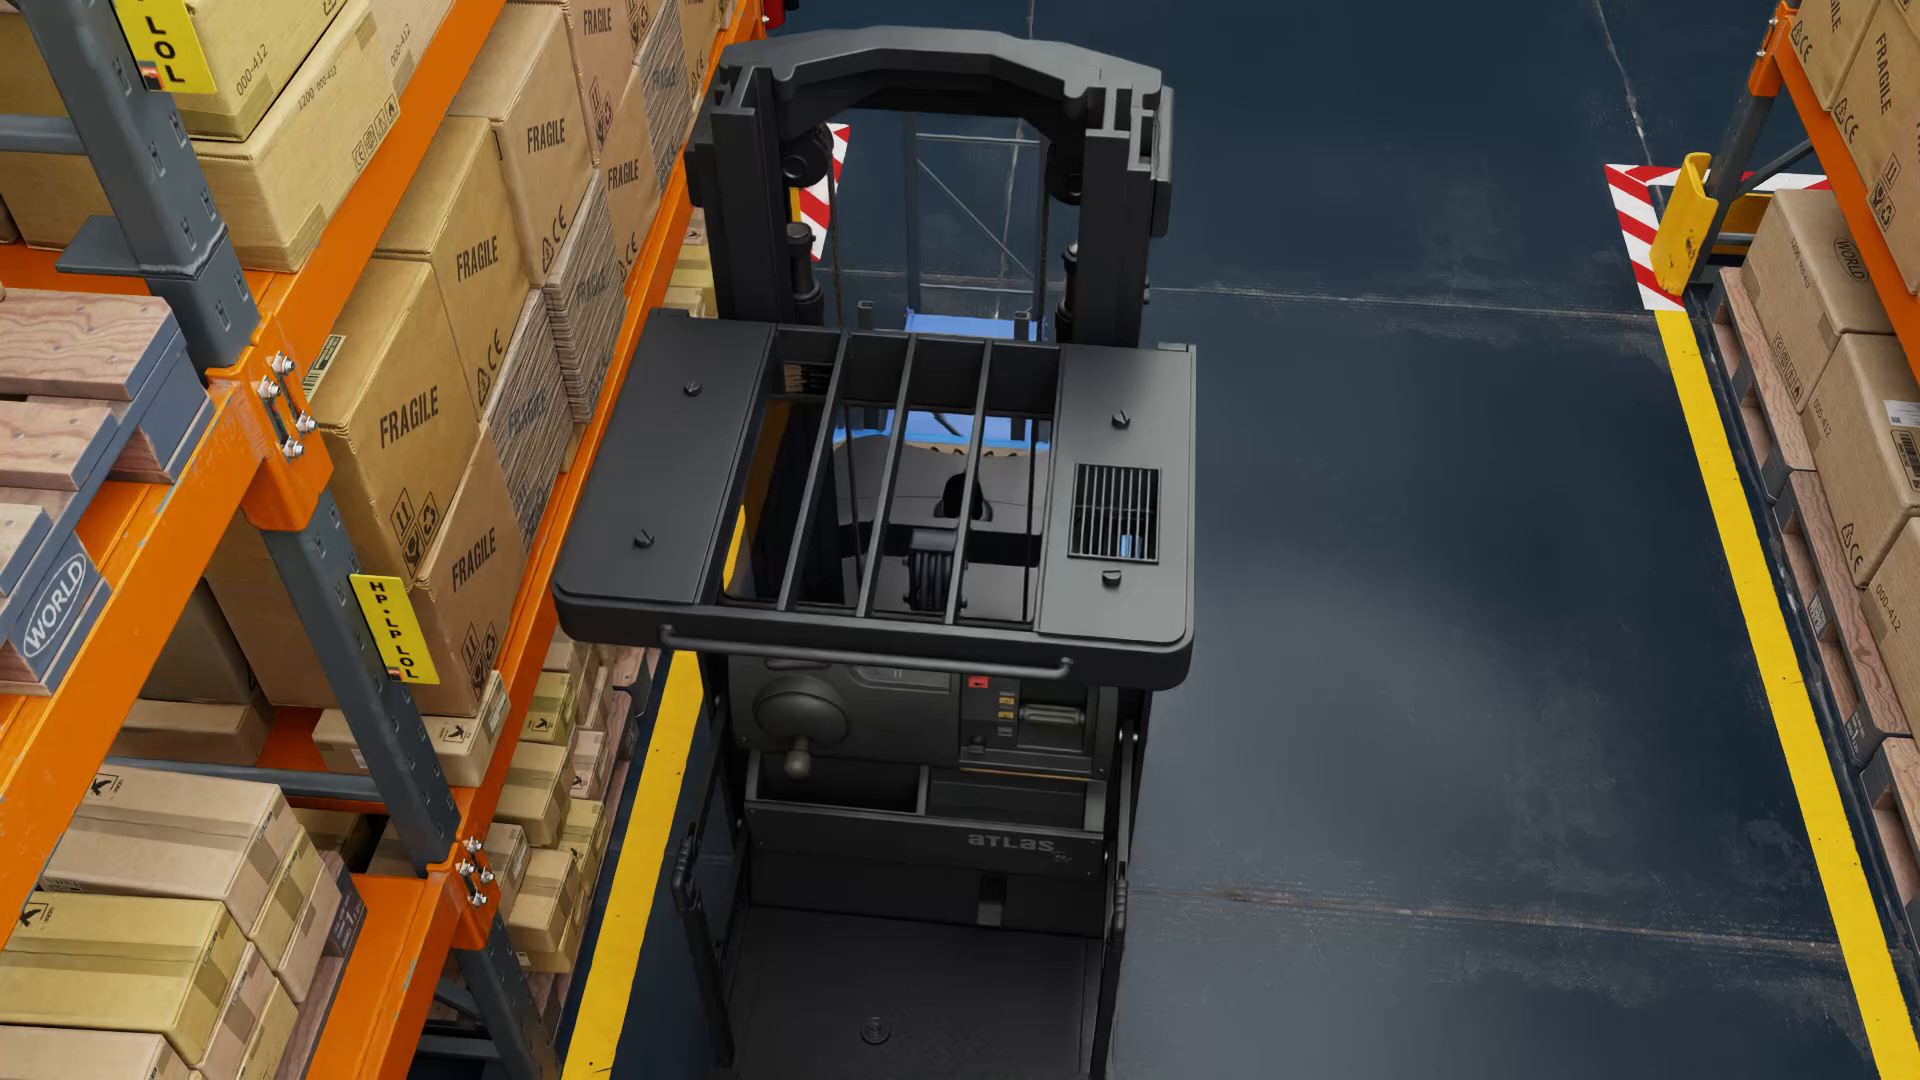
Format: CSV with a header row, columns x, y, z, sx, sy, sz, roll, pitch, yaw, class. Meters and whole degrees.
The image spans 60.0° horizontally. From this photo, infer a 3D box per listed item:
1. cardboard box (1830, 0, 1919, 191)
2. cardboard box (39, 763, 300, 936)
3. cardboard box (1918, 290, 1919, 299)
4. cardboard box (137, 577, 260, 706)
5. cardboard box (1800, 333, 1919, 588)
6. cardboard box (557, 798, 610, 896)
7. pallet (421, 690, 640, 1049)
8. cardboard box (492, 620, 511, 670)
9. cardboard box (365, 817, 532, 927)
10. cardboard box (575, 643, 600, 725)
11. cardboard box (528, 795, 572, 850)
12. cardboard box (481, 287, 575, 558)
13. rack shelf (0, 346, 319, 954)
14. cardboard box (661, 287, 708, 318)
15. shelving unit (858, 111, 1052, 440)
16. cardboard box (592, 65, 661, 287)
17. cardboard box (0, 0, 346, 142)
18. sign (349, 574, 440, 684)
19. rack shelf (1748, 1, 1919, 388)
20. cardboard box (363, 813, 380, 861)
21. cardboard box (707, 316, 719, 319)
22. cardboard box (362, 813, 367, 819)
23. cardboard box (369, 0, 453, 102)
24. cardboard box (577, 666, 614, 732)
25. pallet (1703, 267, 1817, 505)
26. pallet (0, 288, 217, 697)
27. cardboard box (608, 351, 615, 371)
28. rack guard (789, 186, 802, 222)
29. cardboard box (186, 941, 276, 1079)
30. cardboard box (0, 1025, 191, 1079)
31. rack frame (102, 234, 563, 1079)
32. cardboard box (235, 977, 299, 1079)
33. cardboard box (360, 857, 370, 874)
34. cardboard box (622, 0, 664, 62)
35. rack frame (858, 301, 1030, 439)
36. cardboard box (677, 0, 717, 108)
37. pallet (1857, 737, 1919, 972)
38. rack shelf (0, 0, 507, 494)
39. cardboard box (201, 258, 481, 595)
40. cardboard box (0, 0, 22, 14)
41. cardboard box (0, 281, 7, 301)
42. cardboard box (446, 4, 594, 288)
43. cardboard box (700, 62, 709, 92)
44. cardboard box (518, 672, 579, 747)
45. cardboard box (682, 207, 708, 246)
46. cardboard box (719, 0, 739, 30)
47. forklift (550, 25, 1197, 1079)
x,y,z,sx,sy,sz,roll,pitch,yaw,class
3.294,-1.472,5.496,0.500,0.500,0.500,3,48,3,cardboard box
-1.503,0.586,3.164,0.380,0.149,0.250,6,48,5,cardboard box
3.201,-0.730,4.817,0.500,0.500,0.500,5,48,5,cardboard box
-1.899,0.027,3.923,0.500,0.500,0.500,4,48,4,cardboard box
3.606,-0.258,5.905,0.875,0.438,0.875,5,48,5,cardboard box
-1.284,0.914,5.028,0.380,0.149,0.250,5,48,5,cardboard box
-1.635,0.981,5.210,1.003,0.211,1.213,4,48,4,pallet
-1.360,0.239,4.169,0.380,0.149,0.250,5,48,5,cardboard box
-1.424,0.916,4.624,0.380,0.149,0.250,6,48,5,cardboard box
-1.362,0.439,5.262,0.380,0.149,0.250,2,48,2,cardboard box
-1.376,0.819,4.914,0.380,0.149,0.250,4,48,4,cardboard box
-1.327,-0.310,4.231,0.500,0.500,0.500,4,48,4,cardboard box
-1.844,1.235,1.542,1.077,0.370,4.000,4,48,4,rack shelf
-1.156,-0.813,6.205,0.380,0.149,0.250,2,48,2,cardboard box
0.007,-0.535,5.723,0.538,1.500,1.048,5,48,4,shelving unit
-1.226,-1.074,4.930,0.500,0.500,0.500,6,48,5,cardboard box
-1.378,-0.933,2.800,0.500,0.250,0.500,5,48,5,cardboard box
-1.108,0.179,3.269,0.100,0.325,0.005,4,48,4,sign
3.460,-0.433,5.101,1.077,0.370,4.000,4,48,4,rack shelf
-1.937,0.803,4.929,0.380,0.149,0.250,2,48,2,cardboard box
-1.106,-0.895,6.482,0.380,0.149,0.250,2,48,2,cardboard box
-1.904,0.686,4.834,0.380,0.149,0.250,4,48,4,cardboard box
-1.320,-1.118,3.308,0.500,0.250,0.500,3,48,3,cardboard box
-1.340,0.538,5.372,0.380,0.149,0.250,3,48,3,cardboard box
3.647,-0.611,6.666,1.003,0.211,1.213,4,48,4,pallet
-1.824,0.033,2.282,1.213,0.211,1.003,4,48,4,pallet
-1.238,-0.537,4.879,0.380,0.149,0.250,6,48,5,cardboard box
-1.304,-1.505,7.287,1.175,0.500,0.348,4,48,4,rack guard
-1.524,0.877,3.099,0.380,0.149,0.250,4,48,4,cardboard box
-1.553,0.973,2.810,0.380,0.149,0.250,2,48,2,cardboard box
-1.661,0.535,3.728,1.000,3.000,0.127,4,48,4,rack frame
-1.523,0.975,3.212,0.380,0.149,0.250,4,48,4,cardboard box
-1.965,1.045,4.909,0.380,0.149,0.250,4,48,4,cardboard box
-1.175,-1.768,4.887,0.500,0.500,0.500,6,48,5,cardboard box
-0.047,-0.162,5.382,0.500,1.500,0.032,5,48,4,rack frame
-1.133,-1.813,5.606,0.500,0.500,0.500,3,48,3,cardboard box
3.425,1.182,5.026,1.003,0.211,1.213,4,48,4,pallet
-1.479,-1.704,4.230,1.077,0.370,4.000,4,48,4,rack shelf
-1.377,-0.251,3.500,0.500,0.500,0.500,5,48,4,cardboard box
-1.394,-0.927,2.525,0.380,0.149,0.250,3,48,3,cardboard box
-1.805,-0.381,2.181,0.700,0.500,0.500,4,48,4,cardboard box
-1.269,-1.002,4.186,0.500,0.500,0.500,5,48,4,cardboard box
-1.113,-1.695,5.938,0.380,0.149,0.250,3,48,3,cardboard box
-1.365,0.528,4.978,0.380,0.149,0.250,3,48,3,cardboard box
-1.173,-1.198,6.557,0.380,0.149,0.250,5,48,4,cardboard box
-1.045,-2.061,6.272,0.380,0.149,0.250,4,48,4,cardboard box
-0.110,0.497,3.809,1.130,2.935,3.031,5,48,4,forklift
